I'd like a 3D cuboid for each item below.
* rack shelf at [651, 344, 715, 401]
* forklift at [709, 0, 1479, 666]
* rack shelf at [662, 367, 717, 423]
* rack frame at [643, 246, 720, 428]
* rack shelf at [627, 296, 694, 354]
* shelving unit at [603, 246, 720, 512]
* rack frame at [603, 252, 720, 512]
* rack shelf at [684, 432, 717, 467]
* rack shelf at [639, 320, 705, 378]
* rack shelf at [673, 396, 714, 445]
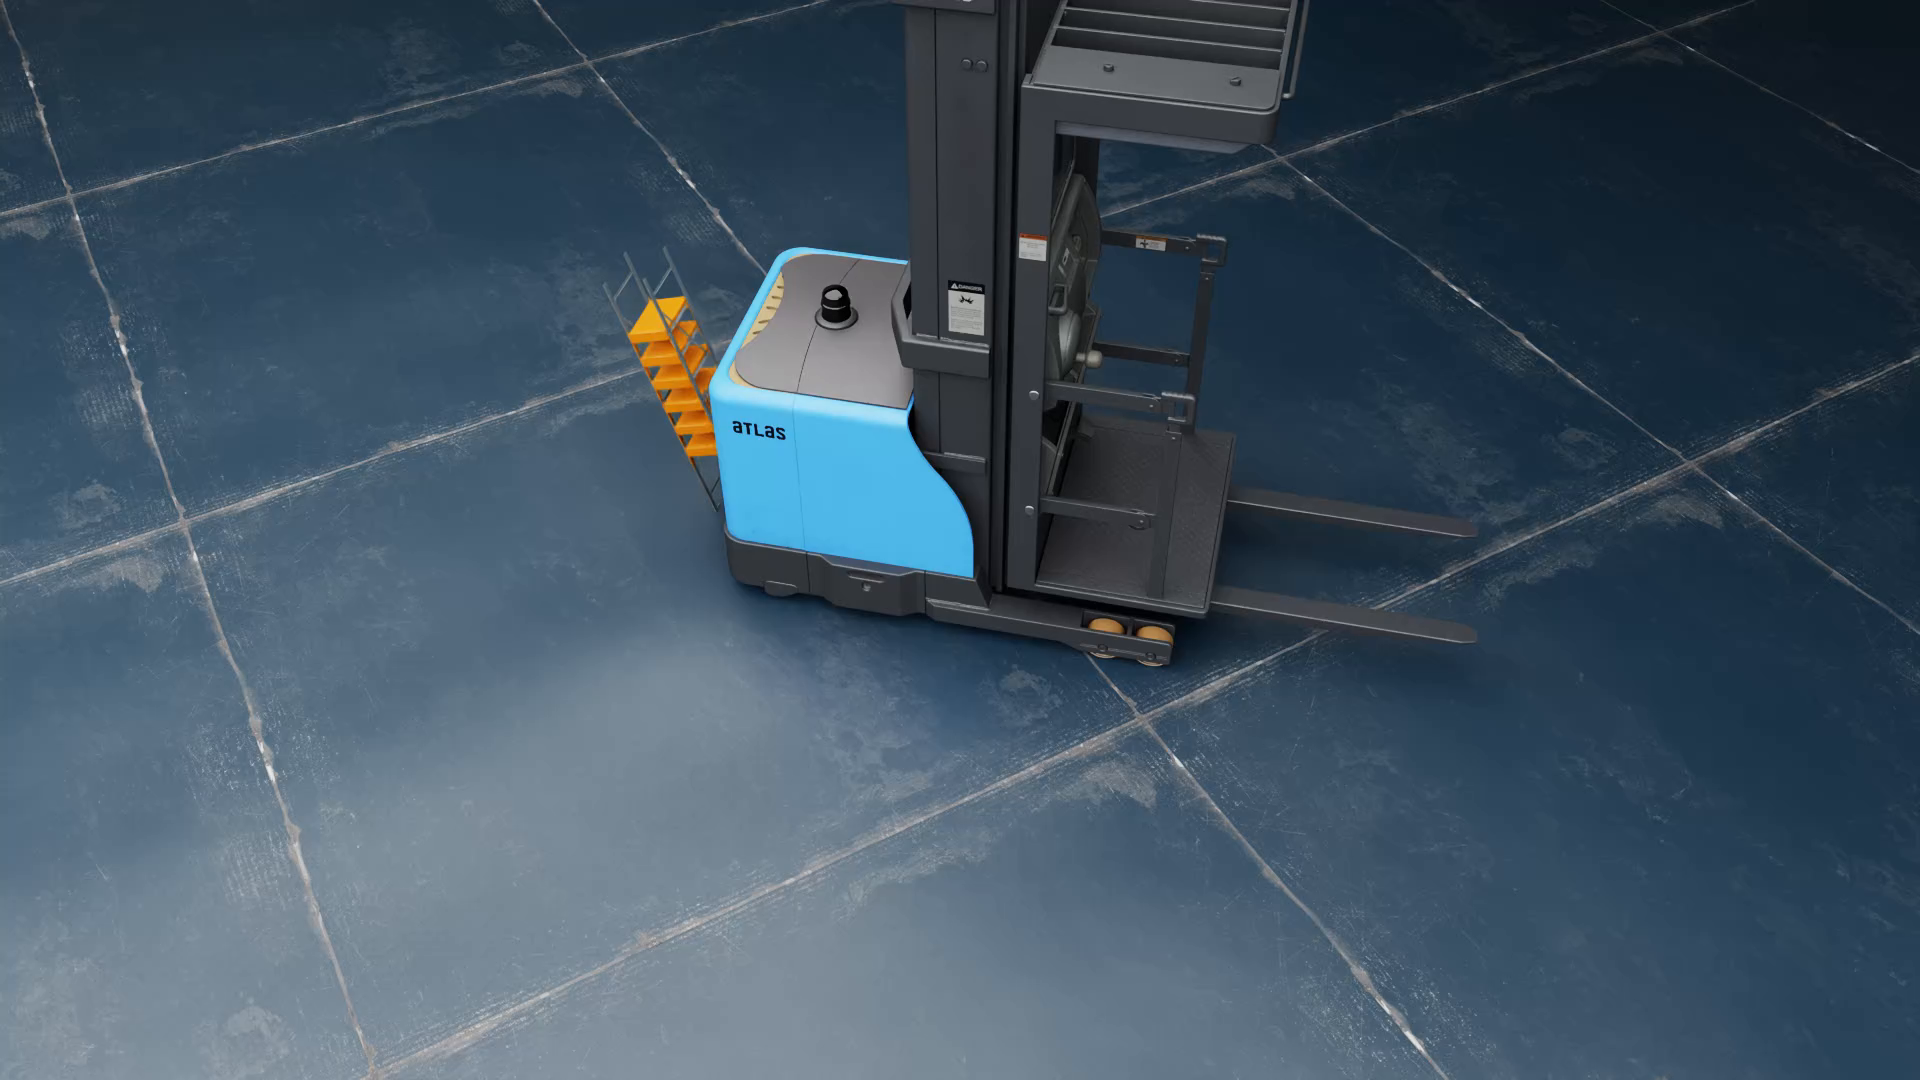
[{"bbox_3d":[-1.148,-0.705,6.936,0.180,0.103,0.258,-3,42,21],"label":"rack shelf"},{"bbox_3d":[0.607,-0.955,6.059,3.031,2.935,1.130,9,45,9],"label":"forklift"},{"bbox_3d":[-1.115,-0.617,7.010,0.180,0.103,0.258,-3,42,21],"label":"rack shelf"},{"bbox_3d":[-1.042,-0.654,6.949,0.006,1.200,0.240,-3,42,21],"label":"rack frame"},{"bbox_3d":[-1.215,-0.881,6.787,0.180,0.103,0.258,-3,42,21],"label":"rack shelf"},{"bbox_3d":[-1.127,-0.649,6.982,0.189,1.200,0.258,-3,42,21],"label":"shelving unit"},{"bbox_3d":[-1.212,-0.645,7.015,0.006,1.200,0.240,-3,42,21],"label":"rack frame"},{"bbox_3d":[-1.048,-0.441,7.159,0.180,0.103,0.258,-3,42,21],"label":"rack shelf"},{"bbox_3d":[-1.182,-0.793,6.861,0.180,0.103,0.258,-3,42,21],"label":"rack shelf"},{"bbox_3d":[-1.081,-0.529,7.084,0.180,0.103,0.258,-3,42,21],"label":"rack shelf"}]
